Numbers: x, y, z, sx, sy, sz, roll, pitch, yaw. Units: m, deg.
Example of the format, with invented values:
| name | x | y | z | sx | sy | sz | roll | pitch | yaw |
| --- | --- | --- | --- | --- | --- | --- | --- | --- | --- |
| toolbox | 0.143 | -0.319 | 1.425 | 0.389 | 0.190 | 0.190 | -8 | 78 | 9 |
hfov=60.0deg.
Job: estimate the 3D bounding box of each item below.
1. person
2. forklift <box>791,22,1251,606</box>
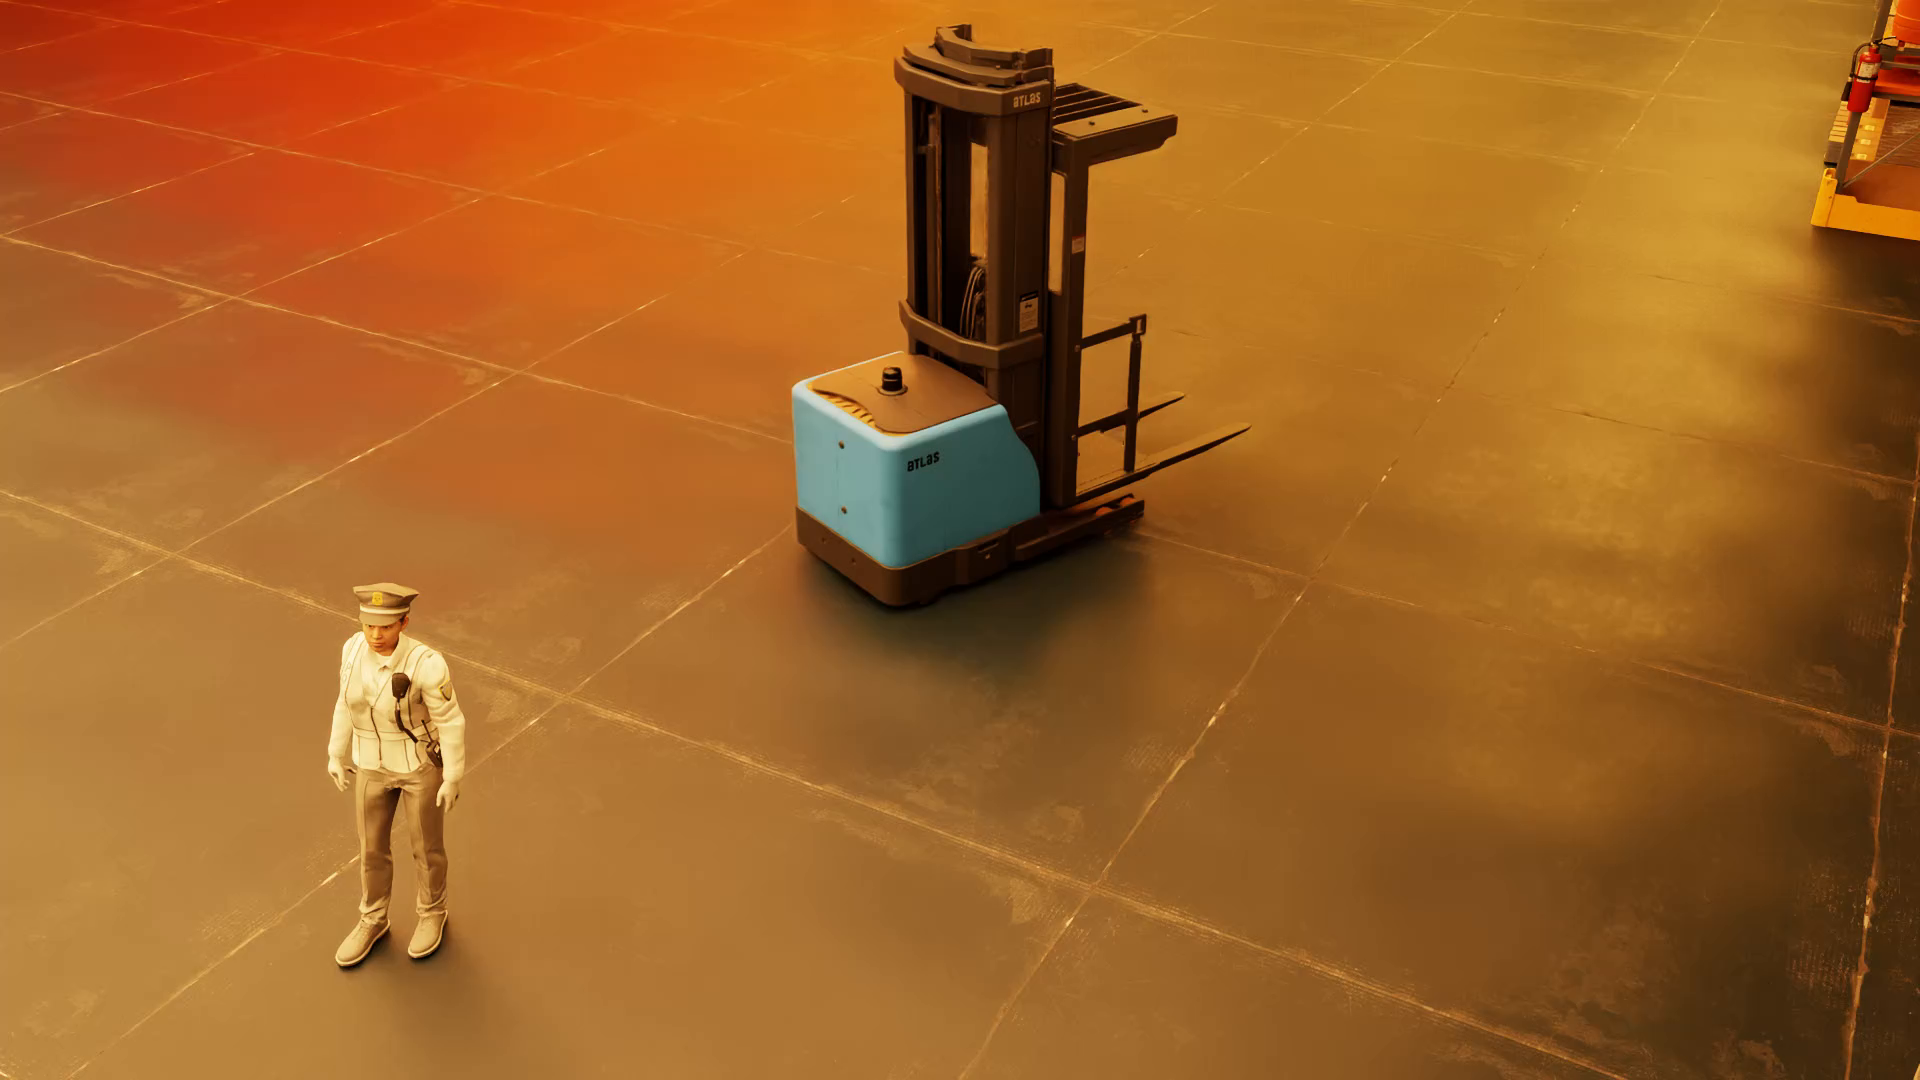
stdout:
| name | x | y | z | sx | sy | sz | roll | pitch | yaw |
| --- | --- | --- | --- | --- | --- | --- | --- | --- | --- |
| person | -2.277 | 0.942 | 6.662 | 0.588 | 1.694 | 0.530 | 6 | 31 | 11 |
| forklift | 0.504 | -1.489 | 9.651 | 3.031 | 2.935 | 1.130 | -21 | 36 | -32 |
